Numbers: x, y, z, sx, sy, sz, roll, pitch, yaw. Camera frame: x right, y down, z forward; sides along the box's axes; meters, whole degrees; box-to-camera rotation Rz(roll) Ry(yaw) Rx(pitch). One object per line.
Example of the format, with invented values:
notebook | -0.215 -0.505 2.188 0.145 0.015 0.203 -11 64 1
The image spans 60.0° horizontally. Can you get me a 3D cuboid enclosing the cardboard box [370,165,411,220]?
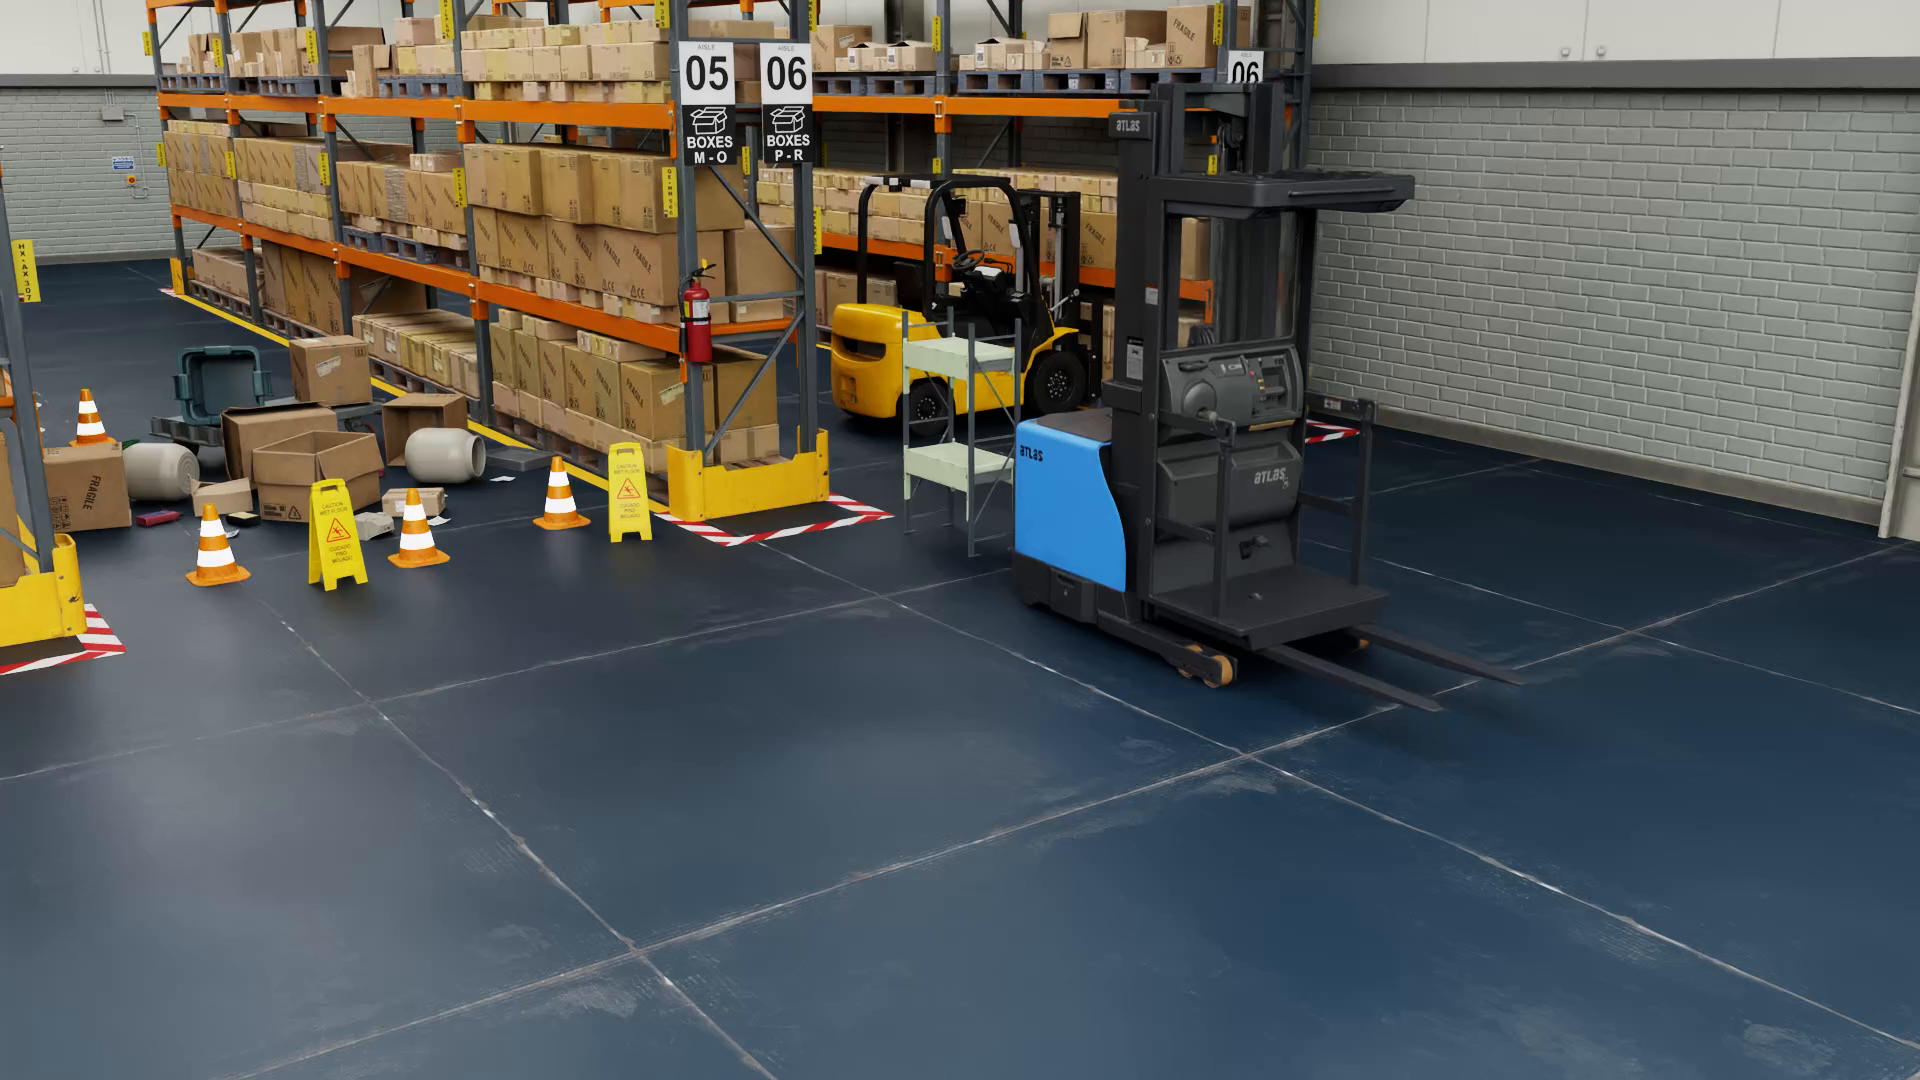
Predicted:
cardboard box | -5.456 -3.423 16.351 0.500 0.500 0.500 -10 18 -34

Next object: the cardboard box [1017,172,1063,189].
cardboard box | 0.775 -3.473 16.103 0.380 0.149 0.250 -11 19 -35

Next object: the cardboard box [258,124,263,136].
cardboard box | -9.021 -5.170 20.971 0.380 0.149 0.250 -10 18 -33

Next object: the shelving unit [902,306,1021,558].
shelving unit | 0.004 -0.722 10.873 0.431 1.500 0.755 -11 19 -35

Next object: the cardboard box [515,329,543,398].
cardboard box | -3.359 -1.486 13.817 0.500 0.500 0.500 -10 18 -32

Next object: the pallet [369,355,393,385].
pallet | -5.705 -1.871 17.512 1.003 0.211 1.213 -11 19 -35

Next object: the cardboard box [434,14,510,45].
cardboard box | -4.255 -4.451 14.516 0.500 0.250 0.500 -10 18 -33

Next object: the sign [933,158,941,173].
sign | -0.232 -3.734 16.994 0.100 0.325 0.005 -11 19 -35

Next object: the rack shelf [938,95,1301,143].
rack shelf | 1.377 -3.973 15.590 1.077 0.370 4.000 -11 19 -35

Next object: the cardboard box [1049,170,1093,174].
cardboard box | 1.112 -3.625 16.657 0.380 0.149 0.250 -11 19 -36

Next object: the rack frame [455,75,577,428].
rack frame | -3.812 -2.529 14.633 1.000 3.000 0.127 -11 19 -35

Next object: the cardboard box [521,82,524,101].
cardboard box | -3.220 -3.531 13.089 0.380 0.149 0.250 -12 19 -36

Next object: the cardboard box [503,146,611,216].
cardboard box | -3.172 -2.851 13.165 0.700 0.500 0.500 -11 19 -36

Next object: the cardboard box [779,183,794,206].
cardboard box | -1.794 -4.083 19.650 0.500 0.250 0.500 -10 18 -33

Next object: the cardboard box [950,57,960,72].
cardboard box | -0.139 -5.088 17.793 0.380 0.149 0.250 -11 19 -35

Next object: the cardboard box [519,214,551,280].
cardboard box | -3.180 -2.370 13.302 0.500 0.500 0.500 -11 19 -35

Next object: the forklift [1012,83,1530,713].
forklift | 1.547 -0.812 8.492 1.130 2.935 3.031 -10 18 -33

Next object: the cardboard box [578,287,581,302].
cardboard box | -2.736 -1.930 12.920 0.380 0.149 0.250 -11 19 -35

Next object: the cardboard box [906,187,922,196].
cardboard box | -0.346 -3.752 17.684 0.380 0.149 0.250 -11 19 -35

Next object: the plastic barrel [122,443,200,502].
plastic barrel | -5.848 -0.492 12.072 0.512 0.421 0.421 1 15 4

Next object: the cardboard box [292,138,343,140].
cardboard box | -7.739 -4.602 20.124 0.500 0.500 0.500 -10 18 -33

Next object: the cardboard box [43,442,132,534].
cardboard box | -6.013 -0.362 11.448 0.500 0.500 0.500 -7 17 -25

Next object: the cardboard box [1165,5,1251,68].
cardboard box | 2.096 -4.248 14.060 0.500 0.500 0.500 -10 18 -33

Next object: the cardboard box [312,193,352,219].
cardboard box | -6.654 -3.616 17.942 0.500 0.250 0.500 -11 19 -35

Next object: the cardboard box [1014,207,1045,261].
cardboard box | 0.869 -2.996 16.152 0.500 0.500 0.500 -11 19 -35

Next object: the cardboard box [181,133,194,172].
cardboard box | -10.197 -5.257 22.518 0.500 0.500 0.500 -11 19 -35

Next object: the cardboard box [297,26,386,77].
cardboard box | -6.507 -5.139 17.498 0.797 0.503 0.637 -12 20 -38

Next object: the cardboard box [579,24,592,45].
cardboard box | -2.561 -3.699 12.194 0.380 0.149 0.250 -12 19 -36

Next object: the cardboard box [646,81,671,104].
cardboard box | -1.896 -3.033 11.270 0.380 0.149 0.250 -11 19 -34

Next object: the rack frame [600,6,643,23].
rack frame | -4.503 -7.902 22.901 1.000 3.000 0.127 -11 19 -35

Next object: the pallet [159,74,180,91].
pallet | -10.423 -6.338 23.038 1.003 0.211 1.213 -11 19 -35

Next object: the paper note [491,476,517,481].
paper note | -3.501 -0.474 12.752 0.148 0.019 0.142 10 18 33

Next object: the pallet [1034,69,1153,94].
pallet | 1.437 -4.266 15.465 1.003 0.211 1.213 -11 19 -35

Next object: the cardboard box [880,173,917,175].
cardboard box | -0.691 -4.102 18.964 0.380 0.149 0.250 -11 19 -34

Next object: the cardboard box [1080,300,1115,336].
cardboard box | 1.420 -2.069 15.472 0.500 0.250 0.500 -11 19 -34

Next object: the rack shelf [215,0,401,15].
rack shelf | -7.339 -6.164 18.670 1.077 0.370 4.000 -11 19 -35

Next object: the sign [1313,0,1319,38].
sign | 3.006 -4.437 14.119 0.100 0.325 0.005 -11 19 -35

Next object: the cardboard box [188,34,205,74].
cardboard box | -9.803 -6.383 21.860 0.500 0.500 0.500 -10 18 -34

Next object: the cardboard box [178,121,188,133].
cardboard box | -10.441 -5.644 22.704 0.380 0.149 0.250 -12 19 -36

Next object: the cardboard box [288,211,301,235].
cardboard box | -7.267 -3.595 18.813 0.500 0.250 0.500 -11 19 -35

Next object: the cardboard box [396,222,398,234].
cardboard box | -5.313 -3.079 16.325 0.380 0.149 0.250 -10 18 -32

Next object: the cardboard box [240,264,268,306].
cardboard box | -8.798 -3.355 21.708 0.875 0.438 0.875 -11 19 -35

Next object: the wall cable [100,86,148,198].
wall cable | -14.202 -6.797 28.243 0.585 1.953 0.123 -11 19 -35

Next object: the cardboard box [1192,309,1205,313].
cardboard box | 2.424 -1.936 14.988 0.500 0.250 0.500 -11 19 -35

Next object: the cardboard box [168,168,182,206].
cardboard box | -10.817 -4.992 23.445 0.500 0.500 0.500 -11 19 -35

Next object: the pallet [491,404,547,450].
pallet | -3.388 -1.046 14.498 1.003 0.211 1.213 -11 19 -35

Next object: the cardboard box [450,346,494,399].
cardboard box | -4.122 -1.576 15.333 0.950 0.372 0.625 -11 19 -34

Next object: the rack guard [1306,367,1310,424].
rack guard | 2.567 -1.235 14.642 1.175 0.500 0.348 -11 19 -35

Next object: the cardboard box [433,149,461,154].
cardboard box | -4.973 -3.784 16.444 0.380 0.149 0.250 -12 19 -37

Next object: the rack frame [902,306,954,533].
rack frame | -0.211 -0.800 11.158 0.400 1.500 0.023 -11 19 -35

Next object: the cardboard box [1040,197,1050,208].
cardboard box | 0.905 -3.274 15.940 0.380 0.149 0.250 -12 19 -36

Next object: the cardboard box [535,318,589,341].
cardboard box | -3.194 -1.709 13.403 0.380 0.149 0.250 -10 18 -31

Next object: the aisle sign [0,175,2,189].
aisle sign | -5.120 -2.170 8.398 0.394 0.787 0.004 -11 19 -35

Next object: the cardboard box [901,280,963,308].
cardboard box | -0.115 -2.467 18.110 0.875 0.625 0.625 -10 18 -32

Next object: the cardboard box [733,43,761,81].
cardboard box | -1.540 -3.341 11.641 0.500 0.250 0.500 -11 19 -36

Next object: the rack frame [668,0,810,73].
rack frame | -1.460 -4.568 10.721 1.000 3.000 0.127 -11 19 -35
